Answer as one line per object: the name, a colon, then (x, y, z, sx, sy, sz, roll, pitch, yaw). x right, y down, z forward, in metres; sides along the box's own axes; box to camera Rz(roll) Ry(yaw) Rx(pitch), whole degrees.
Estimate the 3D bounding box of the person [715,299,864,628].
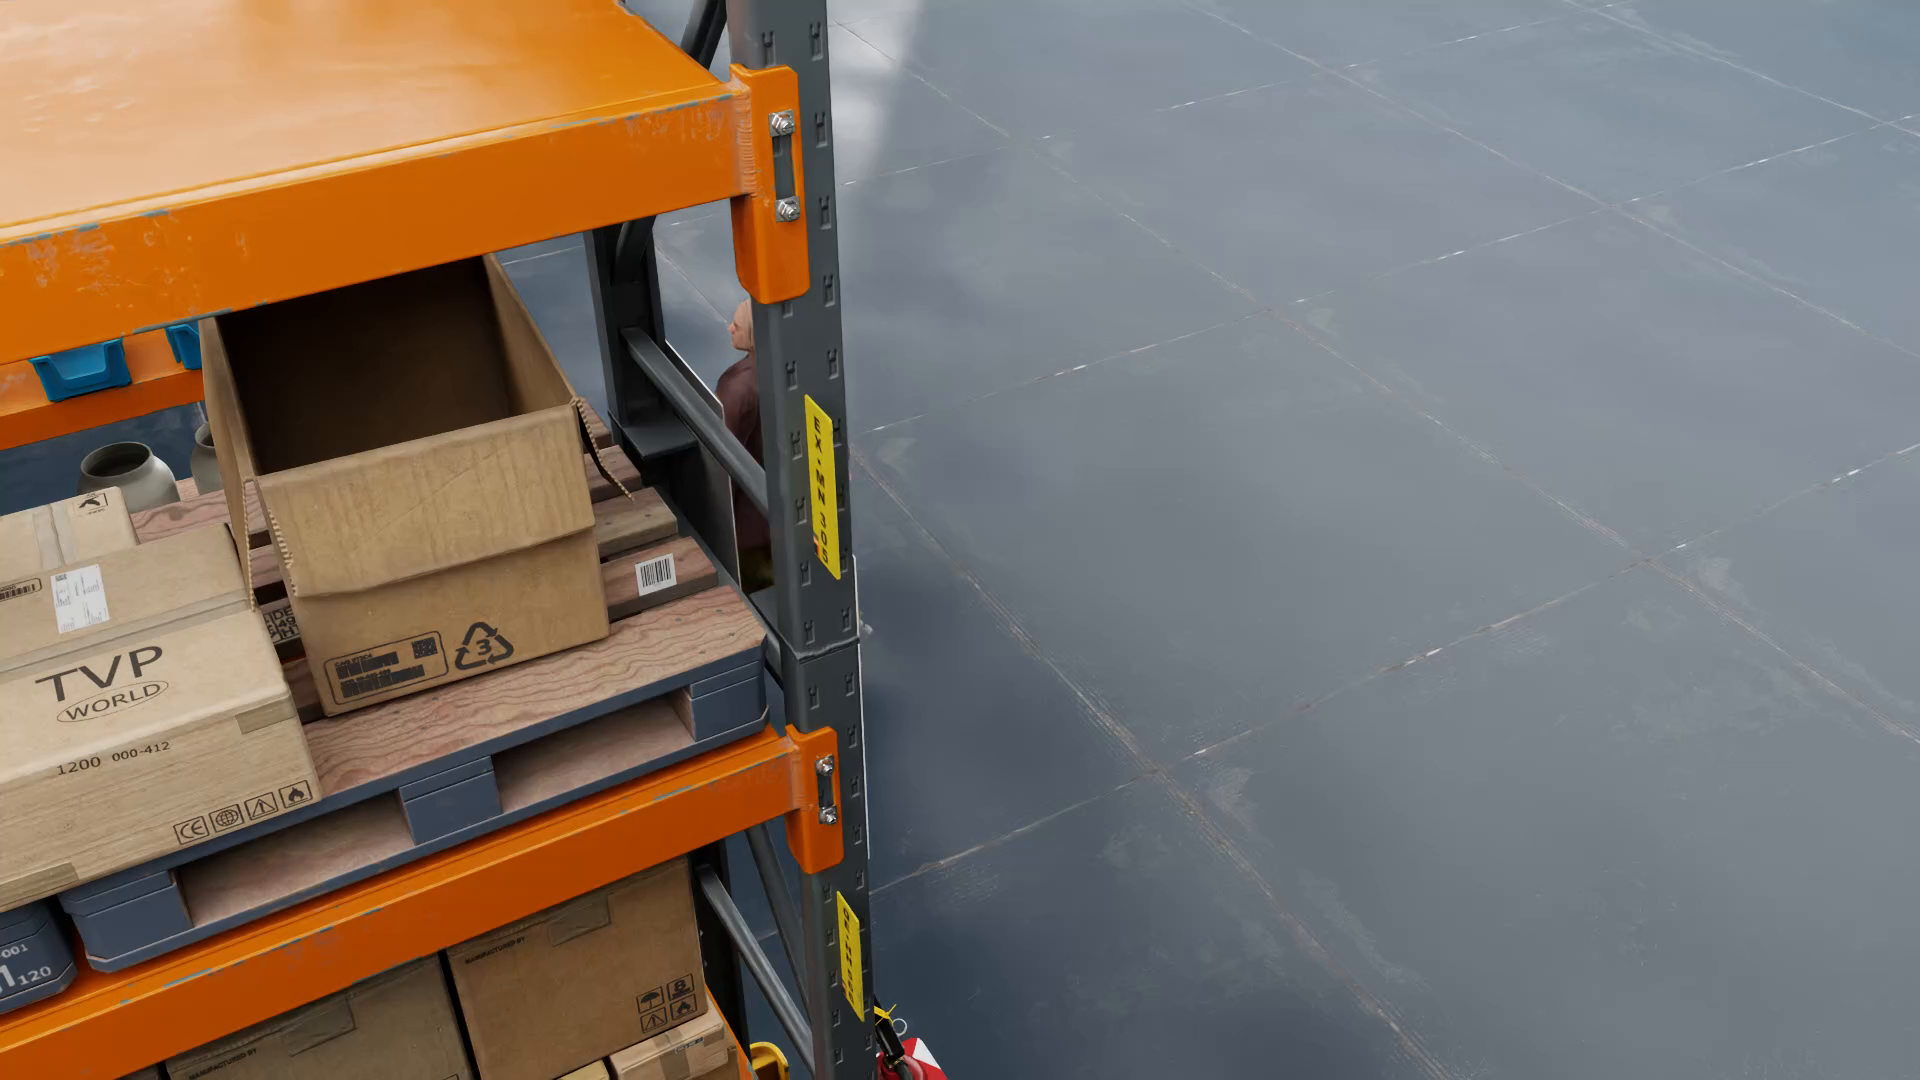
person: (-0.835, -0.277, 7.324, 0.994, 1.745, 0.661, 16, 39, 20)
